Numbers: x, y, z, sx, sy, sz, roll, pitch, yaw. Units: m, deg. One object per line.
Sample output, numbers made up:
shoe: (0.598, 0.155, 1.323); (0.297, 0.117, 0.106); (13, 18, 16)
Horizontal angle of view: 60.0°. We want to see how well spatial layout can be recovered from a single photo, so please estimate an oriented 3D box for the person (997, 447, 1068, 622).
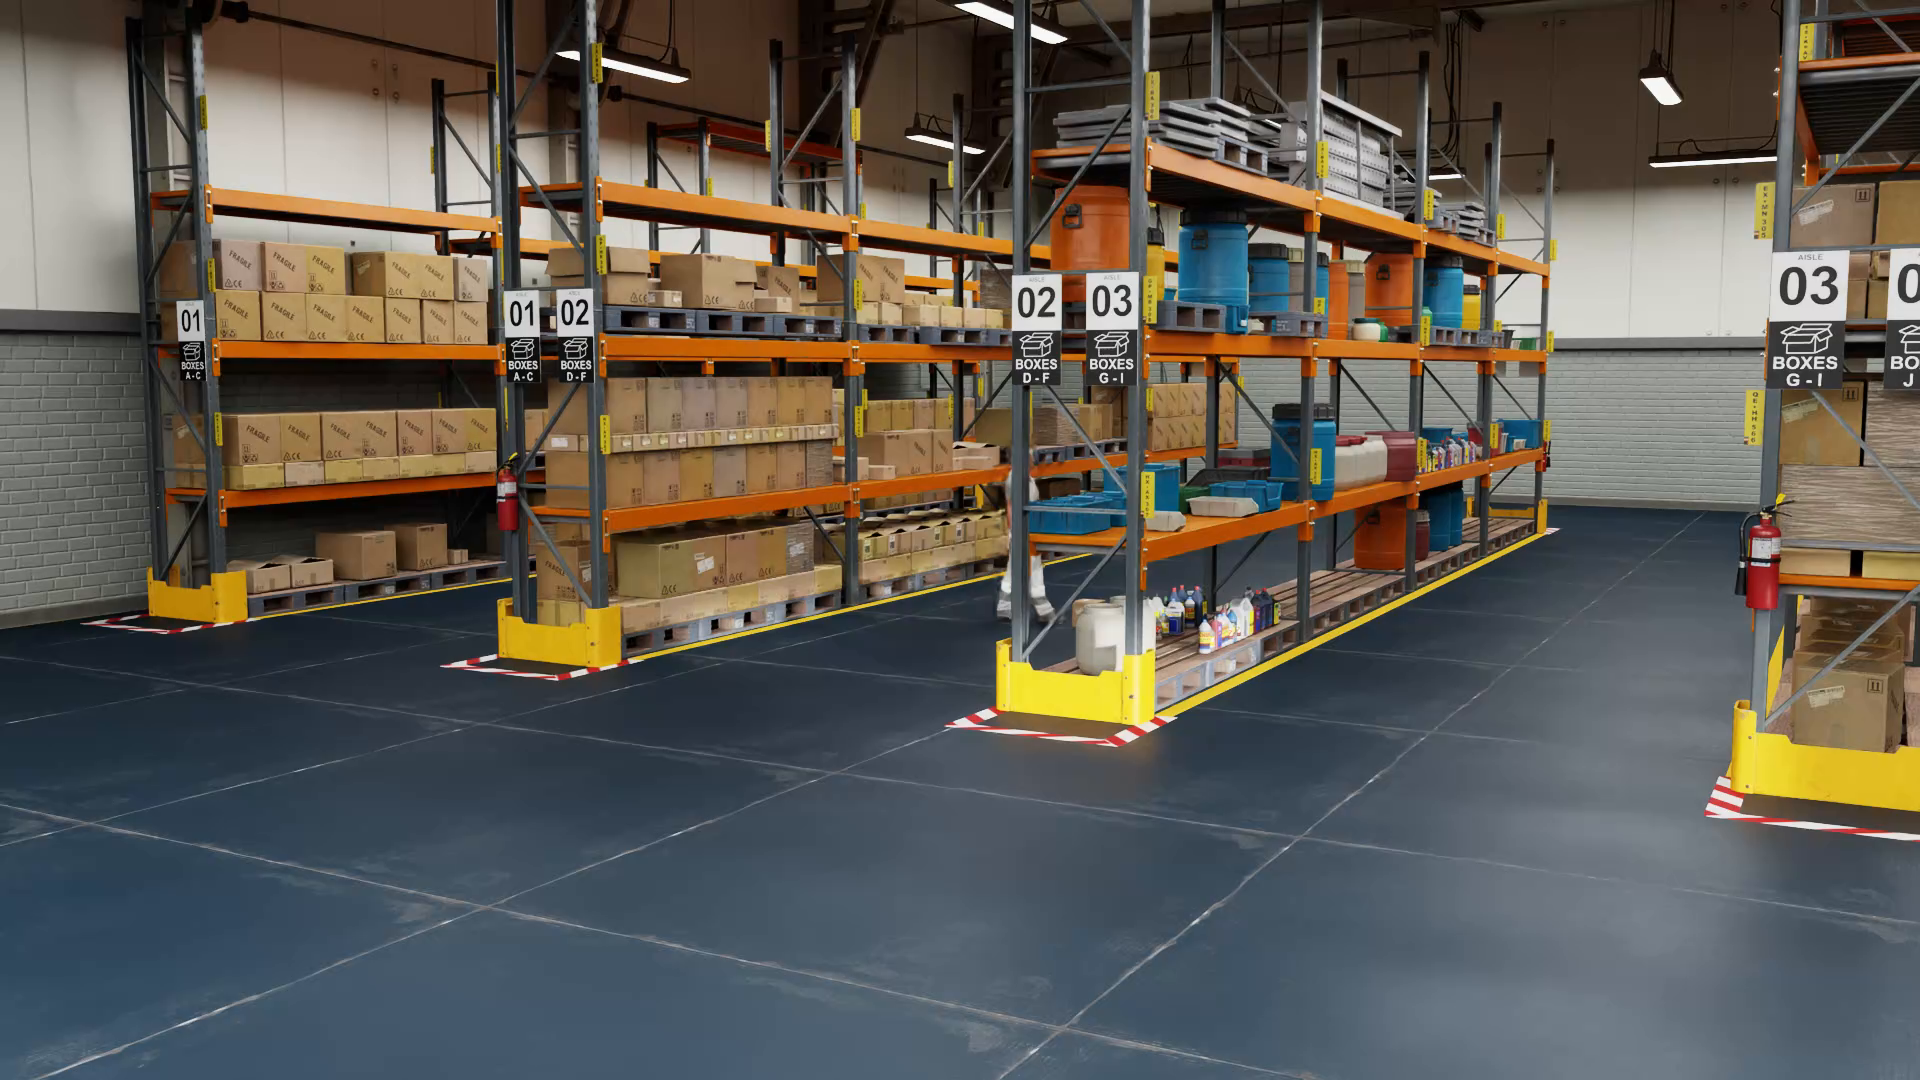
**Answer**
person: (0.734, -0.082, 16.592); (0.760, 1.778, 0.544); (1, 6, 12)
